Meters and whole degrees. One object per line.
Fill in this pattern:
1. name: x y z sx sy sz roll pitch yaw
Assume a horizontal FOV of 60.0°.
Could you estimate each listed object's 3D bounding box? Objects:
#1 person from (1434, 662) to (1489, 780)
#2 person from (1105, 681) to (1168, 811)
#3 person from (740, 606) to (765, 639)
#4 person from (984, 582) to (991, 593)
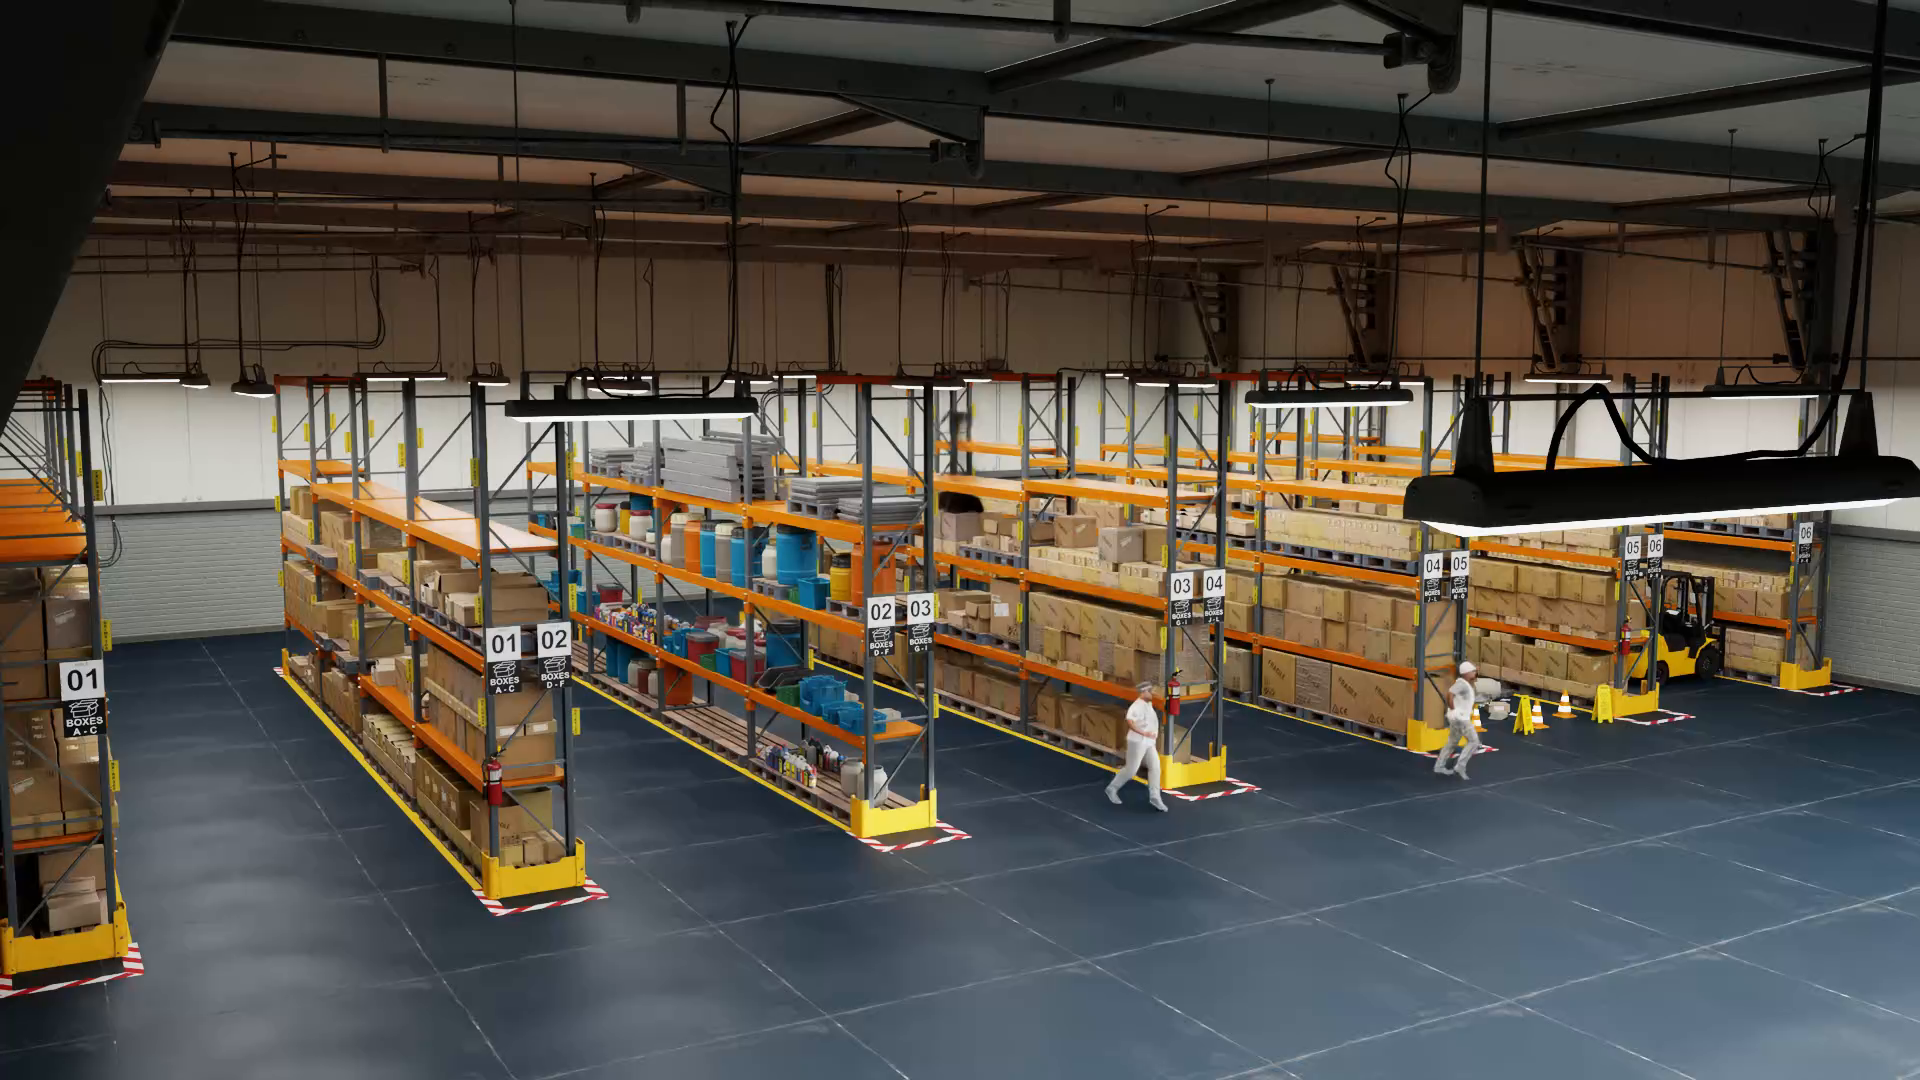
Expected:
1. person: 7.569 2.730 25.039 0.794 1.813 0.677 1 6 11
2. person: 2.593 2.885 23.547 0.929 1.783 0.742 4 8 34
3. person: -3.920 2.063 31.599 0.612 1.658 0.548 -5 8 -39
4. person: 0.838 0.914 41.866 0.721 1.772 0.696 3 7 27
